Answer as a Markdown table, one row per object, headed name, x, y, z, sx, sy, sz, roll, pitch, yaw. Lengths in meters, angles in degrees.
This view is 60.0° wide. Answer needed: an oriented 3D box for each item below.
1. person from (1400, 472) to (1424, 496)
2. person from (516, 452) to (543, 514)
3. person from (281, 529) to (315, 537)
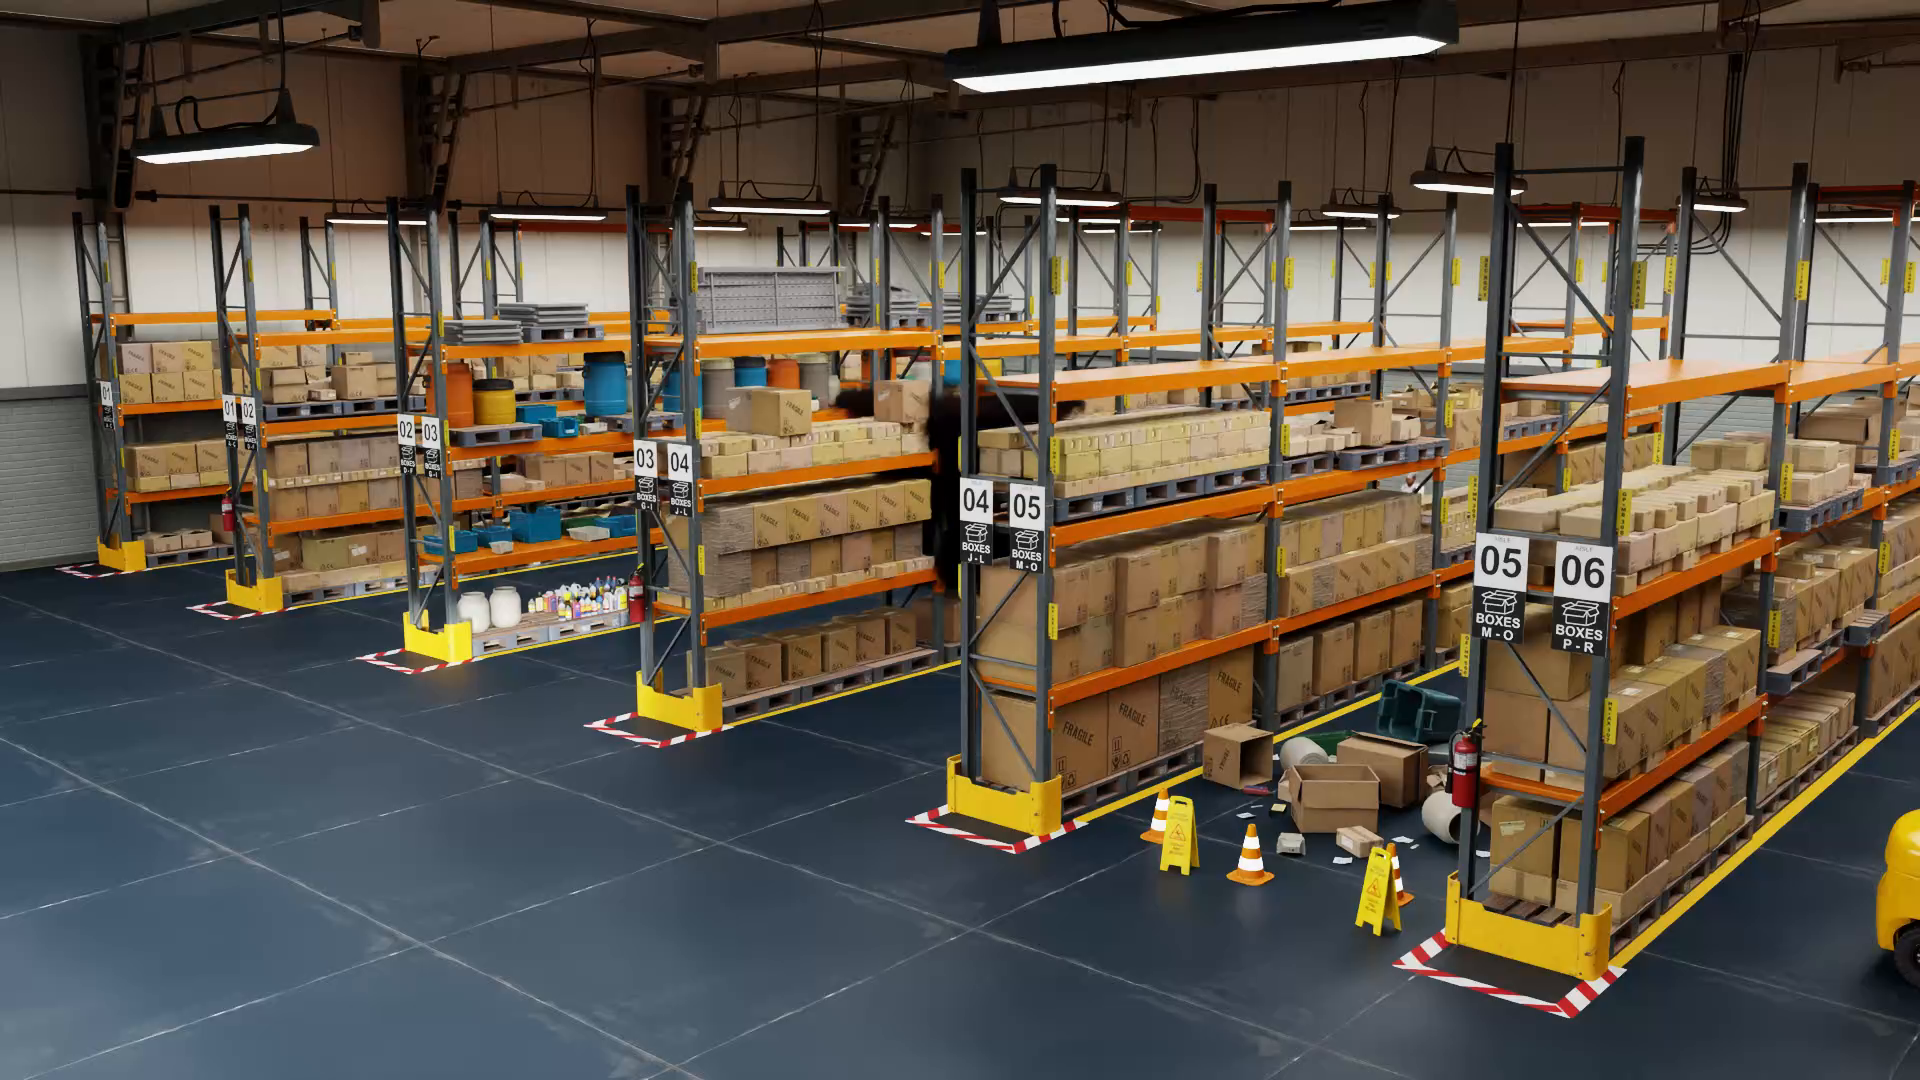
| name | x | y | z | sx | sy | sz | roll | pitch | yaw |
| --- | --- | --- | --- | --- | --- | --- | --- | --- | --- |
| person | 7.809 | -0.412 | 28.821 | 0.491 | 1.616 | 0.932 | 7 | 12 | 36 |
| person | -8.351 | -1.070 | 32.354 | 0.588 | 1.779 | 0.669 | 0 | 9 | -1 |
| person | -10.932 | -0.219 | 27.425 | 0.582 | 1.722 | 0.473 | -4 | 10 | -22 |
